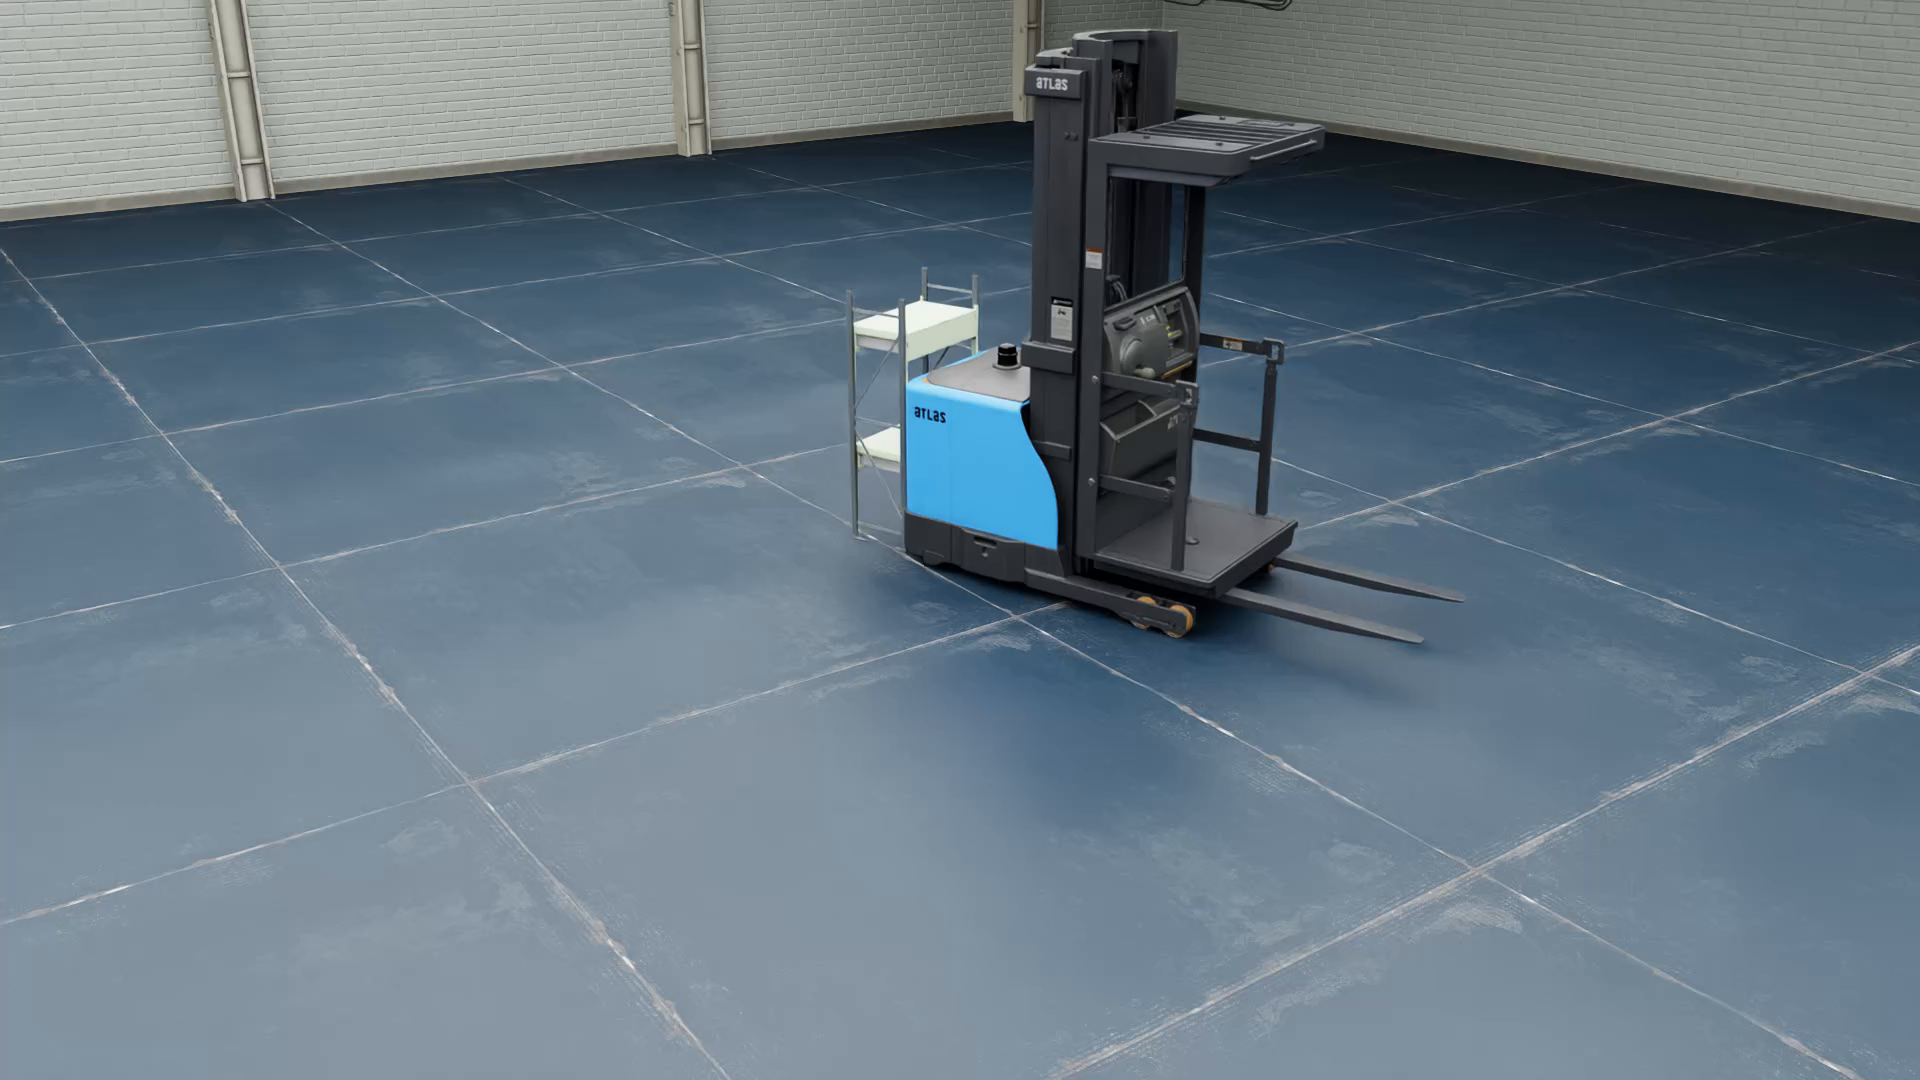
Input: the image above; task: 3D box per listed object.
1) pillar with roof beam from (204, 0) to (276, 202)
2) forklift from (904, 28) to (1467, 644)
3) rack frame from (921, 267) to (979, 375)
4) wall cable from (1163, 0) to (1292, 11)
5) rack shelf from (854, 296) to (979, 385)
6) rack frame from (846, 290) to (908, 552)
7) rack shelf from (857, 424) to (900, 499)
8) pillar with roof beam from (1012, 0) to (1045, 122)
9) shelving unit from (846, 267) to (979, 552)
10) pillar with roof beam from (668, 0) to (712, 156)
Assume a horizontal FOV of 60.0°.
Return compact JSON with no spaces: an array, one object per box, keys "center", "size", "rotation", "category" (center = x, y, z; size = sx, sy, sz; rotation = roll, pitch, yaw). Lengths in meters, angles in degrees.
[{"center":[-6.134,-7.083,15.505],"size":[0.400,9.000,9.100],"rotation":[-15,26,-33],"category":"pillar with roof beam"},{"center":[1.181,-1.078,8.644],"size":[3.031,2.935,1.130],"rotation":[15,26,32],"category":"forklift"},{"center":[-0.059,-0.893,10.111],"size":[0.400,1.500,0.023],"rotation":[14,26,32],"category":"rack frame"},{"center":[4.256,-9.773,26.436],"size":[0.112,2.526,3.097],"rotation":[-15,26,-33],"category":"wall cable"},{"center":[-0.266,-1.144,9.686],"size":[0.431,0.370,0.720],"rotation":[14,26,32],"category":"rack shelf"},{"center":[-0.473,-0.670,9.551],"size":[0.400,1.500,0.023],"rotation":[14,26,32],"category":"rack frame"},{"center":[-0.266,-0.479,9.952],"size":[0.431,0.370,0.720],"rotation":[14,26,32],"category":"rack shelf"},{"center":[3.607,-9.681,22.014],"size":[0.400,9.000,9.100],"rotation":[-15,26,-33],"category":"pillar with roof beam"},{"center":[-0.266,-0.781,9.831],"size":[0.431,1.500,0.755],"rotation":[14,26,32],"category":"shelving unit"},{"center":[-1.264,-8.382,18.760],"size":[0.400,9.000,9.100],"rotation":[-15,26,-33],"category":"pillar with roof beam"}]
